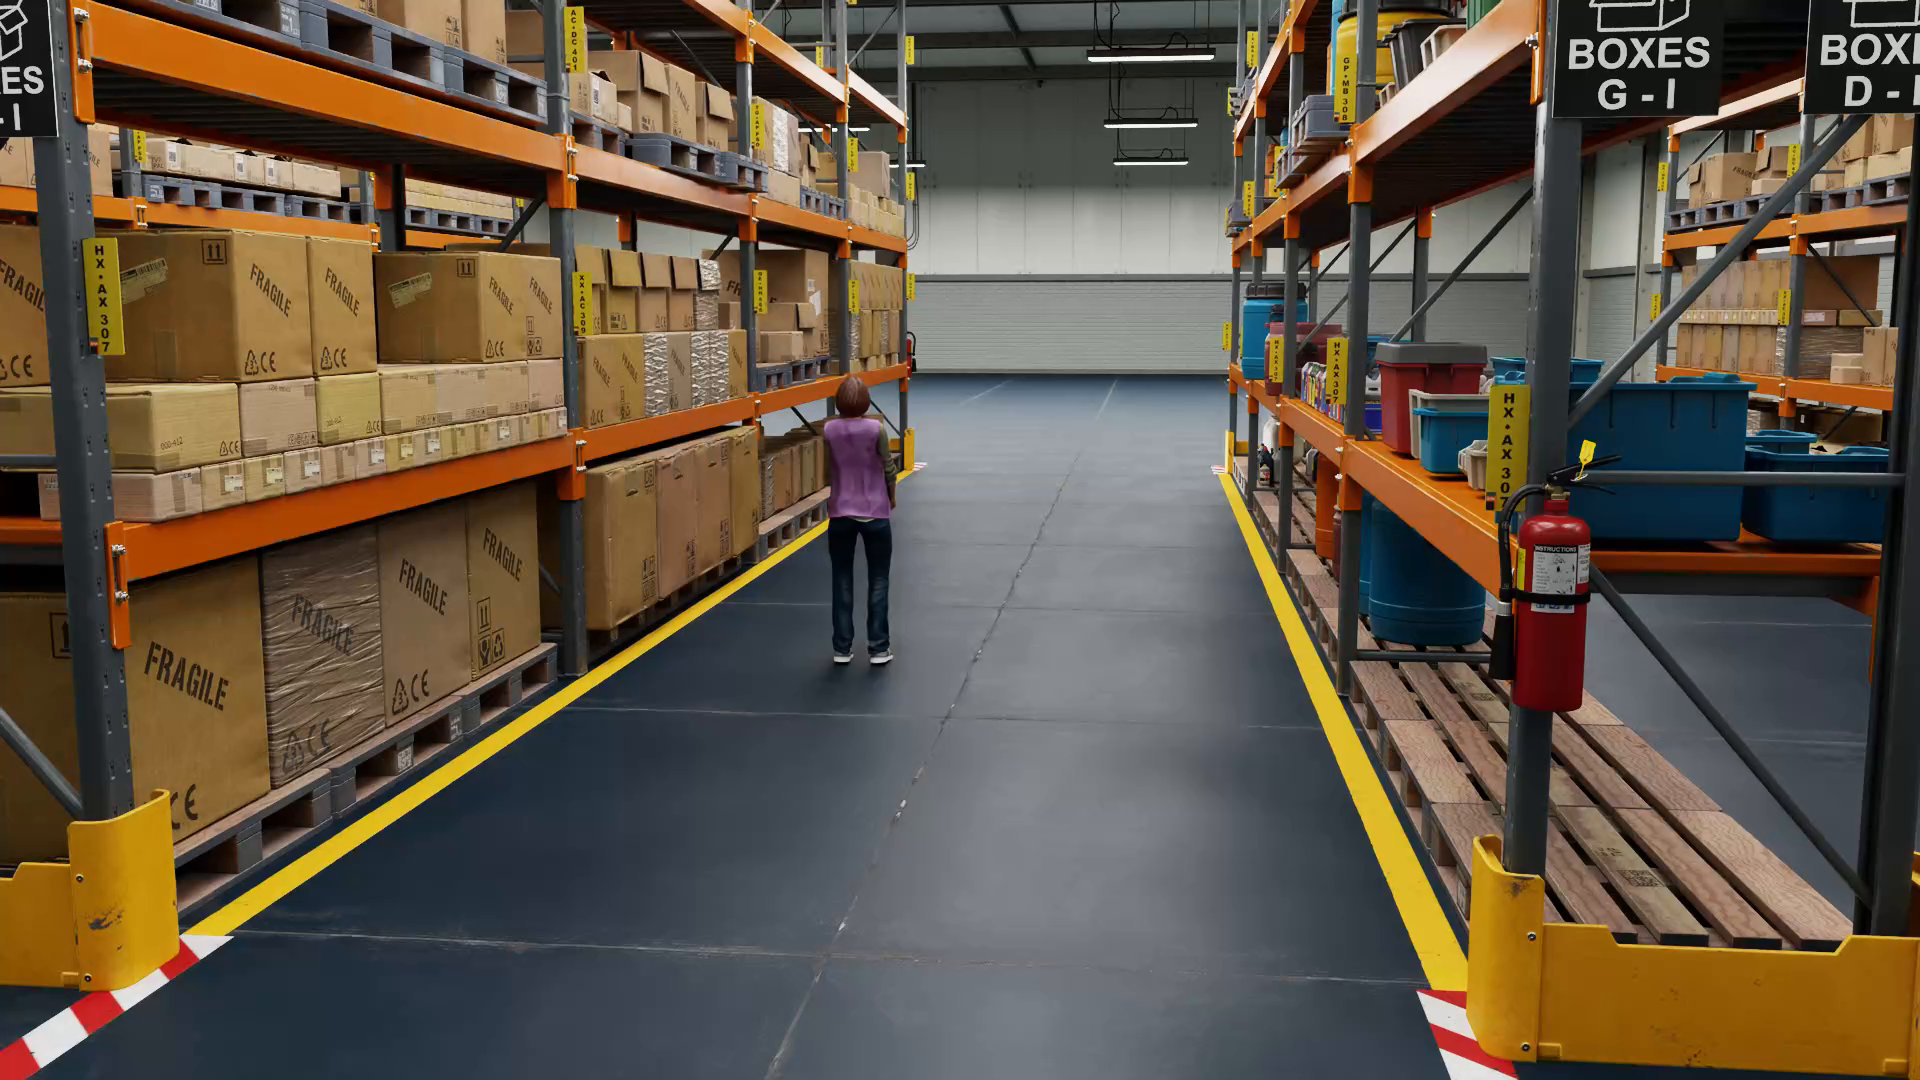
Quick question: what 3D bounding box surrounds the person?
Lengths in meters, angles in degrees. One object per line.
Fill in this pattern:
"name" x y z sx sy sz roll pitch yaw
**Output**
"person" -0.549 -0.119 9.229 0.406 1.588 0.500 1 8 7
